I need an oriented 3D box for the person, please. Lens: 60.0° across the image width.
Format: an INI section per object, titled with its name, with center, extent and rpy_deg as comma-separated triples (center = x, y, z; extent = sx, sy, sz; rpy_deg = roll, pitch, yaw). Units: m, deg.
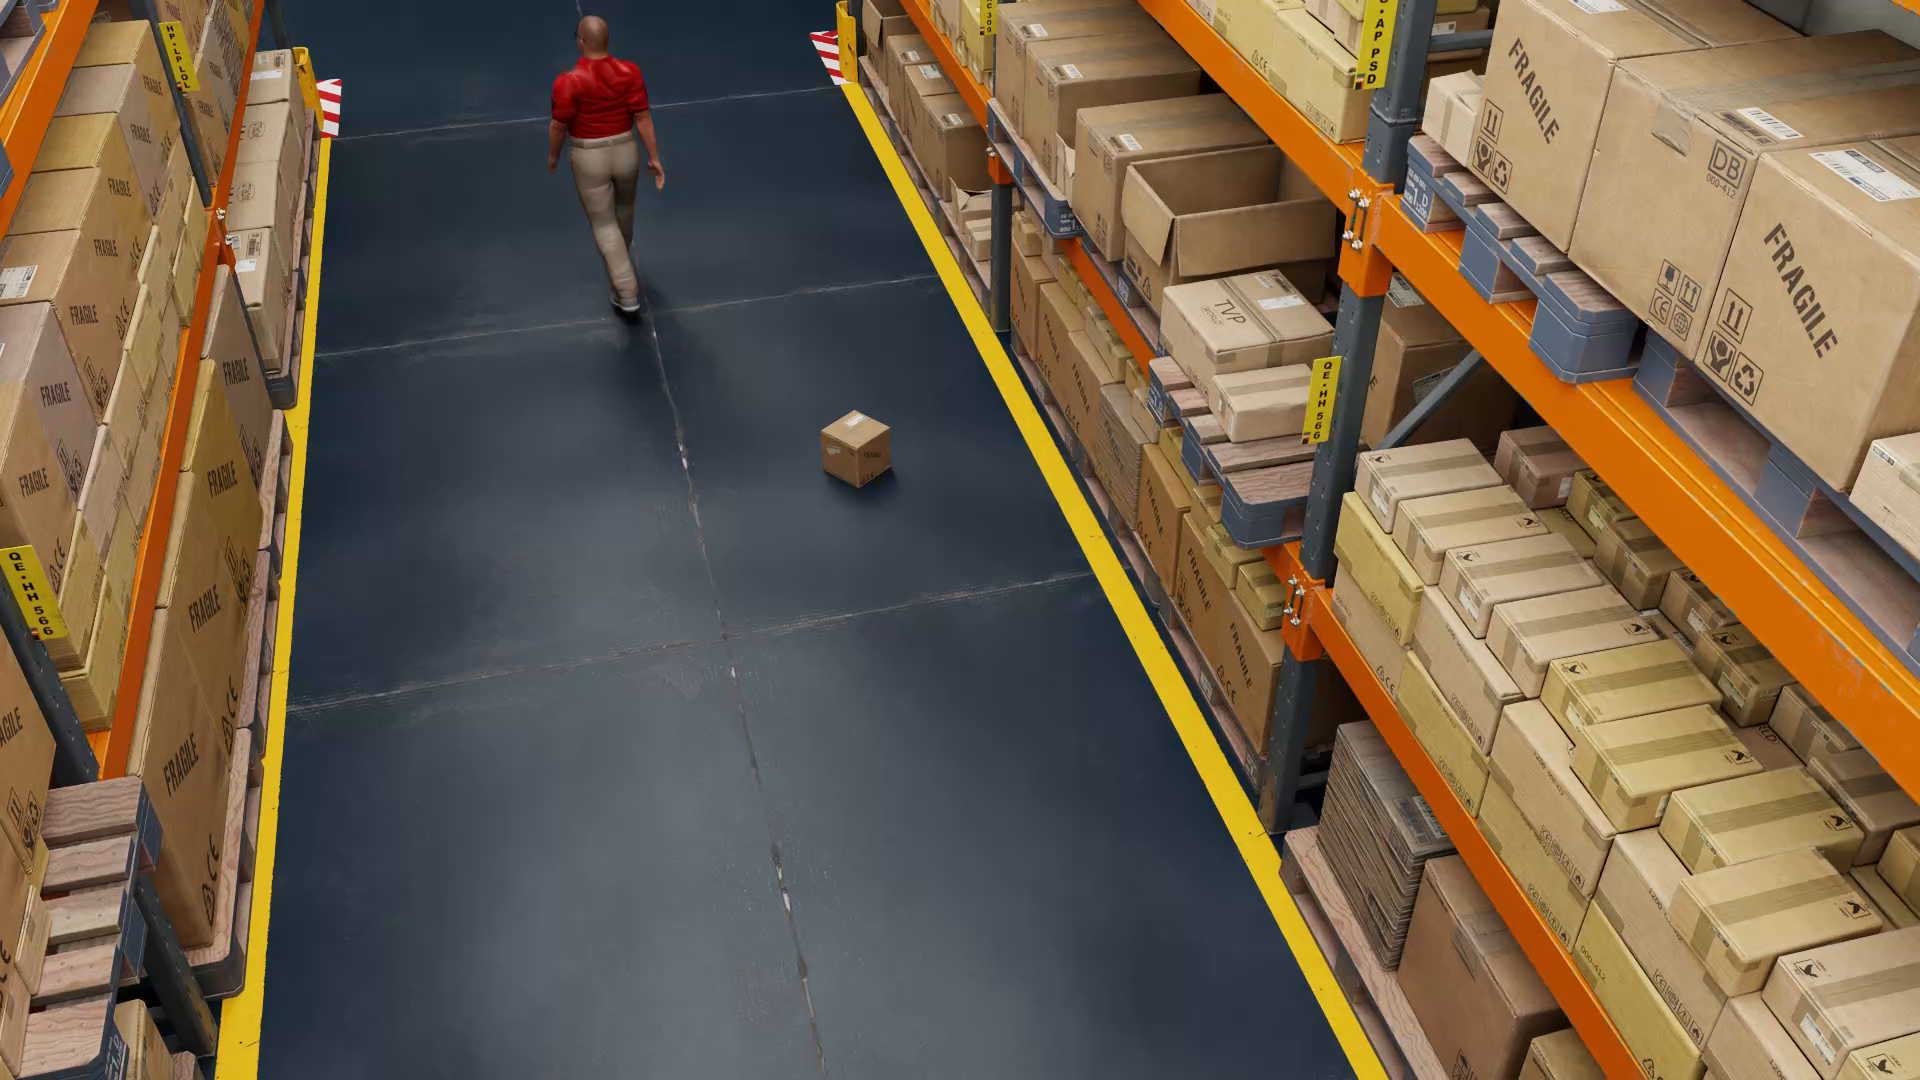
[person]
center = -2.077, -2.235, 9.596
extent = 0.574, 1.670, 1.013
rpy_deg = -21, 42, -24
